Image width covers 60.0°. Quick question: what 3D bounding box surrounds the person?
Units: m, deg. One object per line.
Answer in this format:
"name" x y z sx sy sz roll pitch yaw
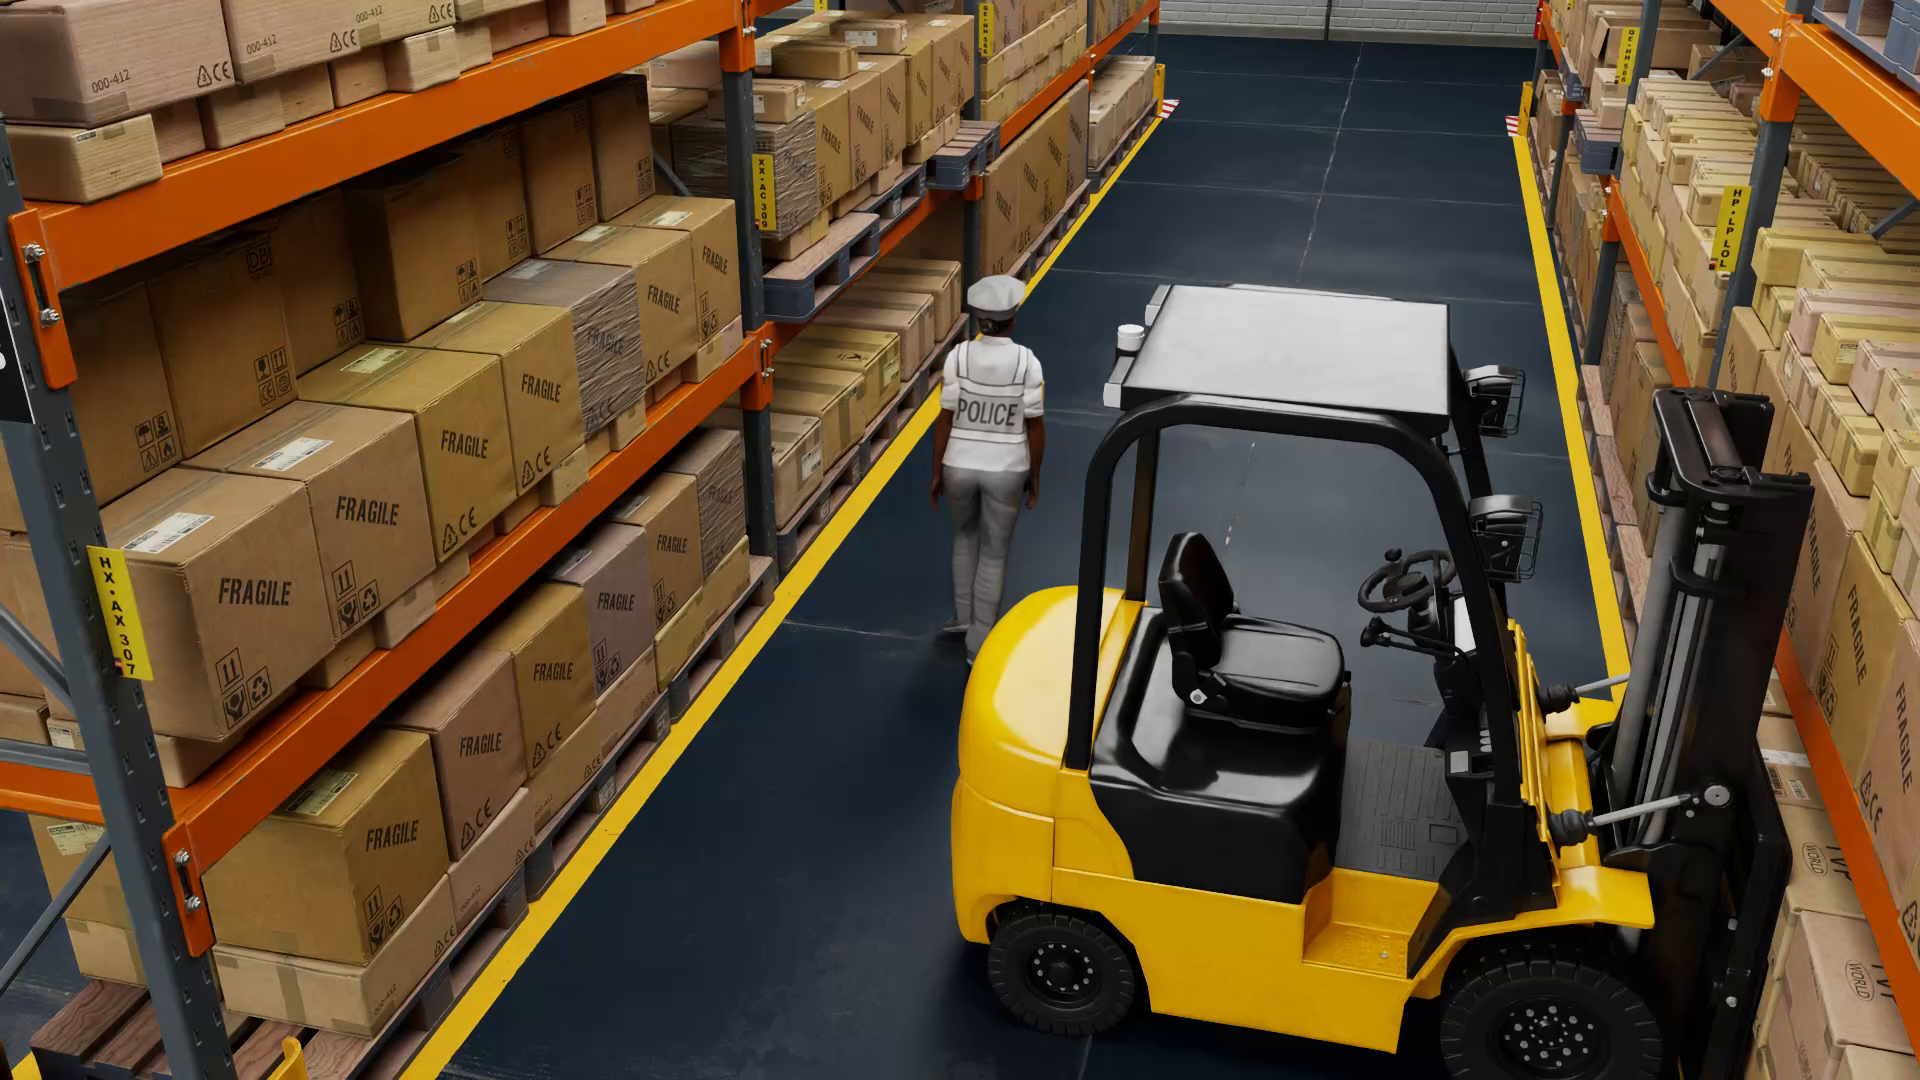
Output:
"person" 0.114 -0.247 7.152 0.475 1.728 0.511 5 26 10
